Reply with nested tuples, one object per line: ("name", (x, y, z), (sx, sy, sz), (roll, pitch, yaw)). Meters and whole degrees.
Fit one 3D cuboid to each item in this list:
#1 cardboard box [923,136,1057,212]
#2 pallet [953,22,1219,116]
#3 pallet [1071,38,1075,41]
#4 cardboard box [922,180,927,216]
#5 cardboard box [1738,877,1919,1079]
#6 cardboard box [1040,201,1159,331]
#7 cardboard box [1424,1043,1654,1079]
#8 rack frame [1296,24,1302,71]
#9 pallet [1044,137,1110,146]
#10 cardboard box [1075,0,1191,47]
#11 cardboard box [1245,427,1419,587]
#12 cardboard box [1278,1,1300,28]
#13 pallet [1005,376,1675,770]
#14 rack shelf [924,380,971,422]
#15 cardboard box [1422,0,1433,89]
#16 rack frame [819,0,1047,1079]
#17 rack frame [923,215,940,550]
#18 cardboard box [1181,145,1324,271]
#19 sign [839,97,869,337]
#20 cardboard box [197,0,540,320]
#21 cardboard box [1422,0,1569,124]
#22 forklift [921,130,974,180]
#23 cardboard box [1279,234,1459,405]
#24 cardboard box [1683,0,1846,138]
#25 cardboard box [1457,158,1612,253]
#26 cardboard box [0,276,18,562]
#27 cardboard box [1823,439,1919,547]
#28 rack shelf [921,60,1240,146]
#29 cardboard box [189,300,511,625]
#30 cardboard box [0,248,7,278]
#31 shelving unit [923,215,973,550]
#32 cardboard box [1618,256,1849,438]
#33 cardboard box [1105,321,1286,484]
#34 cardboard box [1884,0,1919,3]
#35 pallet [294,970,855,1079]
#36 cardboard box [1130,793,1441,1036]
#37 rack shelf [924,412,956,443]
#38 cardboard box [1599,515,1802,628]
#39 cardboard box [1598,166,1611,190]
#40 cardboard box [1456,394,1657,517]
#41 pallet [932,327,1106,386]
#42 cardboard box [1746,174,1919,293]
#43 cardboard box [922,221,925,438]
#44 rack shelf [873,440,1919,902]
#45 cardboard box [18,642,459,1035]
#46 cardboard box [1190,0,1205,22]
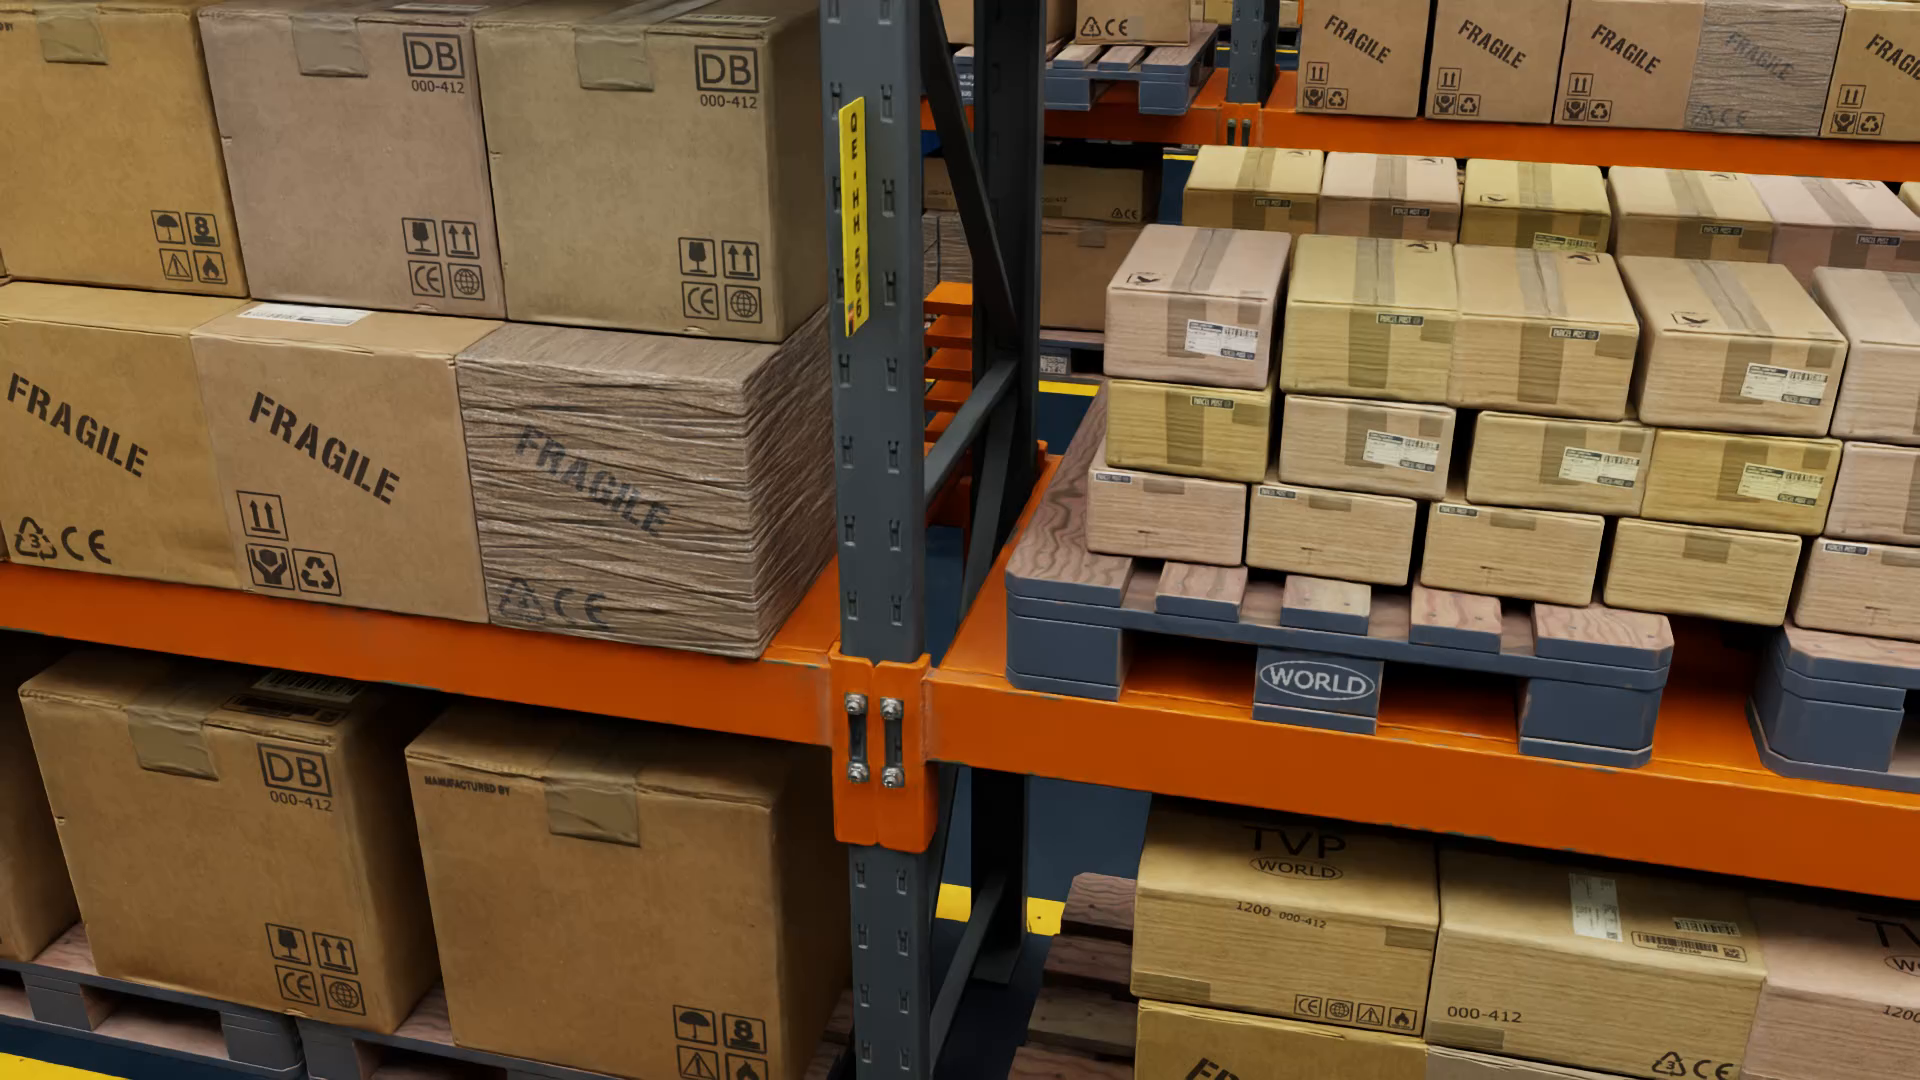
("cardboard box", (0.145, -1.743, 7.945), (0.500, 0.250, 0.500), (9, 27, 19))
("pallet", (0.601, -2.168, 7.537), (1.003, 0.211, 1.213), (6, 26, 13))
("pallet", (1.823, -5.323, 17.186), (1.213, 0.211, 1.003), (6, 26, 13))
("cardboard box", (-0.427, -1.468, 8.240), (0.500, 0.500, 0.700), (9, 27, 17))
("cardboard box", (1.559, 0.719, 2.797), (0.500, 0.250, 0.500), (7, 26, 13))
("cardboard box", (0.664, -1.356, 8.005), (0.500, 0.500, 0.700), (5, 26, 10))
("cardboard box", (1.094, 1.005, 3.069), (0.500, 0.500, 0.500), (7, 26, 14))
("rack frame", (2.551, -4.285, 11.760), (0.127, 3.000, 1.000), (6, 26, 13))
("pallet", (0.633, -3.256, 12.844), (1.213, 0.211, 1.003), (6, 26, 13))
("cardboard box", (0.785, -2.499, 7.404), (0.500, 0.500, 0.500), (3, 26, 7))
("cardboard box", (0.628, -0.084, 2.741), (0.250, 0.149, 0.380), (8, 26, 16))
("cardboard box", (3.218, -5.249, 16.497), (0.500, 0.250, 0.500), (7, 26, 14))
("pallet", (0.701, -0.050, 3.089), (1.003, 0.211, 1.213), (6, 26, 13))
("rack shelf", (-0.014, -0.503, 6.014), (0.180, 0.103, 0.258), (6, 26, 13))
("cardboard box", (2.339, -2.262, 7.396), (0.500, 0.500, 0.500), (6, 26, 13))
("rack frame", (-0.015, -0.169, 3.115), (0.127, 3.000, 1.000), (6, 26, 13))
("rack frame", (-0.103, -0.553, 6.016), (0.006, 1.200, 0.240), (6, 26, 13))
("cardboard box", (0.574, -0.652, 3.241), (0.250, 0.149, 0.380), (5, 26, 11))
("sign", (-0.150, -0.460, 2.380), (0.005, 0.325, 0.100), (6, 26, 13))
("cardboard box", (-0.938, -0.771, 3.100), (0.500, 0.500, 0.700), (6, 26, 12))
("cardboard box", (2.221, -2.048, 6.946), (0.500, 0.500, 0.500), (6, 26, 12))
("forklift", (-0.224, -3.655, 10.517), (1.130, 2.935, 3.031), (-1, 25, -2))
("cardboard box", (0.645, -0.356, 2.619), (0.250, 0.149, 0.380), (6, 26, 12))
("cardboard box", (3.202, -1.940, 6.720), (0.500, 0.500, 0.500), (6, 26, 13))
("cardboard box", (1.070, -0.596, 3.124), (0.250, 0.149, 0.380), (7, 26, 15))
("cardboard box", (-1.983, -0.311, 3.297), (0.500, 0.500, 0.500), (7, 26, 14))
("cardboard box", (1.411, -0.134, 2.501), (0.250, 0.149, 0.380), (6, 26, 13))
("rack shelf", (-0.619, -2.112, 8.033), (4.000, 0.370, 1.077), (6, 26, 13))
("cardboard box", (-1.001, -0.204, 3.073), (0.500, 0.500, 0.500), (6, 26, 13))
("cardboard box", (-1.930, -0.880, 3.329), (0.500, 0.500, 0.700), (6, 26, 12))
("shelving unit", (-0.014, -0.543, 5.995), (0.189, 1.200, 0.258), (6, 26, 13))
("cardboard box", (1.138, -0.299, 2.500), (0.250, 0.149, 0.380), (5, 26, 11))
("cardboard box", (0.403, -0.244, 2.730), (0.250, 0.149, 0.380), (7, 26, 15))
("cardboard box", (3.909, -2.436, 6.593), (0.637, 0.503, 0.797), (7, 26, 14))
("pallet", (-0.760, 0.975, 3.957), (1.213, 0.211, 1.003), (6, 26, 13))
("cardboard box", (0.592, 0.606, 3.034), (0.500, 0.250, 0.500), (5, 26, 11))
("rack shelf", (-0.014, -0.395, 6.066), (0.180, 0.103, 0.258), (6, 26, 13))
("cardboard box", (1.151, -0.027, 2.621), (0.250, 0.149, 0.380), (8, 26, 15))
("cardboard box", (2.842, -1.272, 7.415), (0.875, 0.875, 1.225), (6, 26, 13))
("cardboard box", (0.925, -0.188, 2.614), (0.250, 0.149, 0.380), (5, 26, 11))
("pallet", (0.561, -1.048, 8.205), (1.213, 0.211, 1.003), (6, 26, 13))
("cardboard box", (1.561, -0.541, 3.008), (0.250, 0.149, 0.380), (6, 26, 13))
("cardboard box", (-0.383, -0.374, 3.430), (0.500, 0.500, 0.500), (7, 26, 14))
("rack shelf", (1.922, 0.370, 2.819), (4.000, 0.370, 1.077), (6, 26, 13))
("cardboard box", (-1.430, 0.463, 3.917), (0.750, 0.750, 1.050), (7, 26, 14))
("cardboard box", (2.232, -5.358, 16.725), (0.500, 0.250, 0.500), (7, 26, 14))
